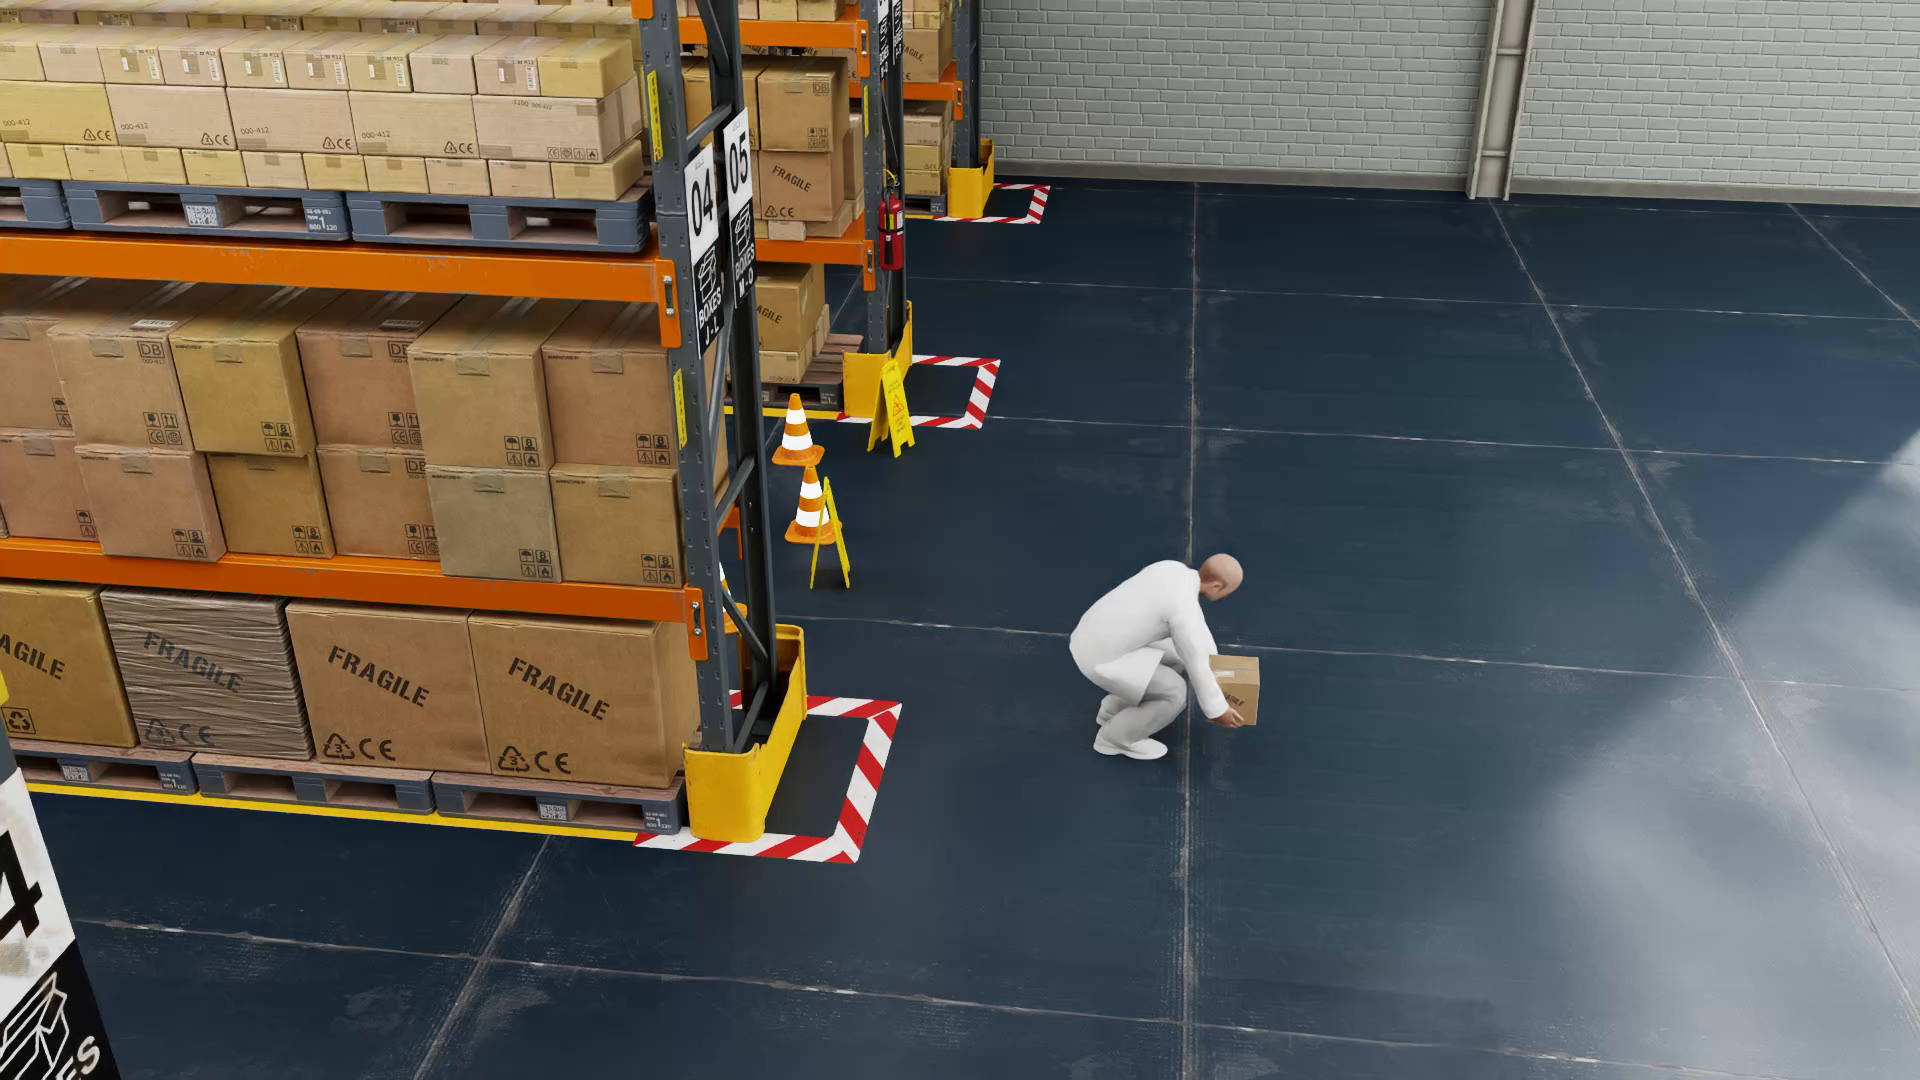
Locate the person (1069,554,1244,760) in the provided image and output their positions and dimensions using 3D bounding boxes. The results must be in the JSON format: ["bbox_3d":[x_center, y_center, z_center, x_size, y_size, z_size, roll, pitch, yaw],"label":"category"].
[{"bbox_3d":[0.997,0.550,8.367,0.888,1.063,0.613,3,28,6],"label":"person"}]
